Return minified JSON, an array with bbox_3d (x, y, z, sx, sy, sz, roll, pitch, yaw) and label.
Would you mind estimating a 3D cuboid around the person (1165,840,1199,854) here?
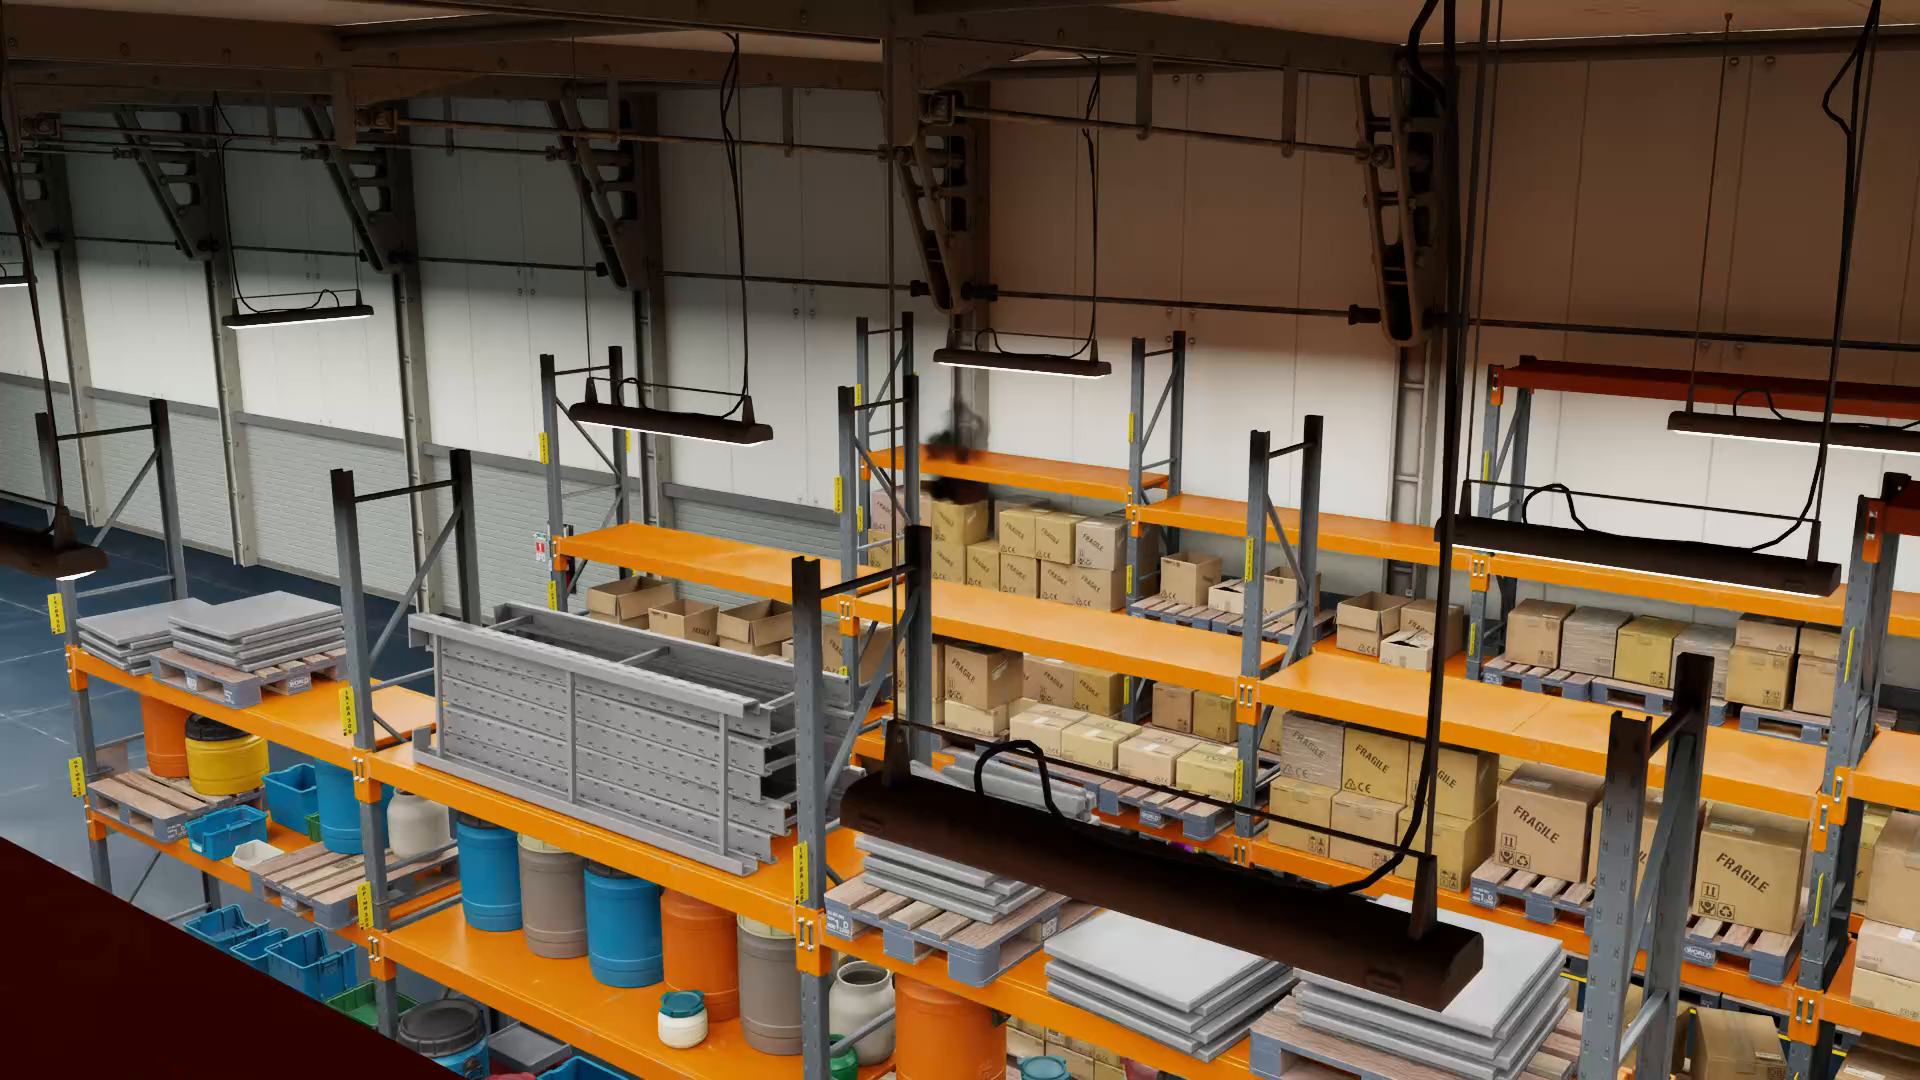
[{"bbox_3d":[2.185,3.452,16.580,0.729,1.821,0.721,8,16,32],"label":"person"}]
